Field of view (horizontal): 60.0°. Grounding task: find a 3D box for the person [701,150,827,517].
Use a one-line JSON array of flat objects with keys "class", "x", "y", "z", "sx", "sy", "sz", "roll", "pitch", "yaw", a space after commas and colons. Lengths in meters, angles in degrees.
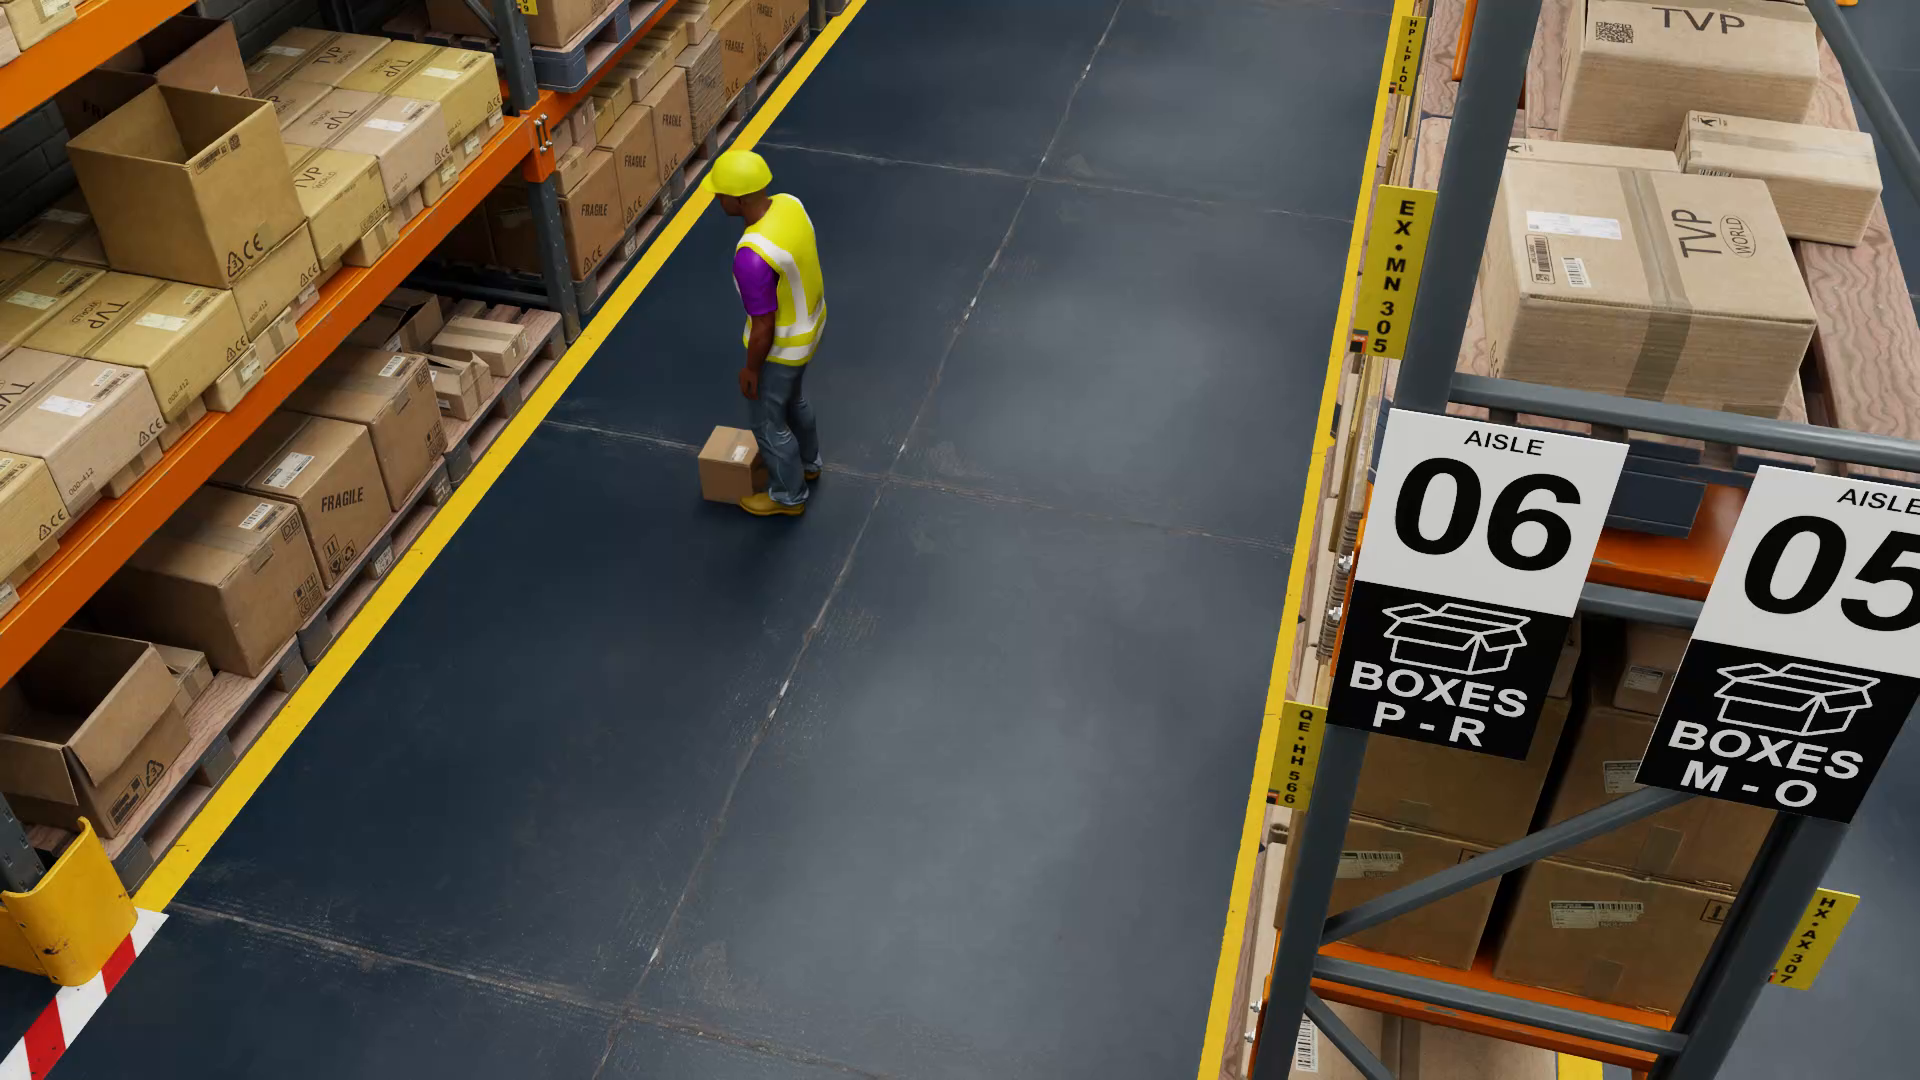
[{"class": "person", "x": -0.811, "y": -0.878, "z": 7.163, "sx": 0.458, "sy": 1.760, "sz": 0.616, "roll": 8, "pitch": 41, "yaw": 10}]
